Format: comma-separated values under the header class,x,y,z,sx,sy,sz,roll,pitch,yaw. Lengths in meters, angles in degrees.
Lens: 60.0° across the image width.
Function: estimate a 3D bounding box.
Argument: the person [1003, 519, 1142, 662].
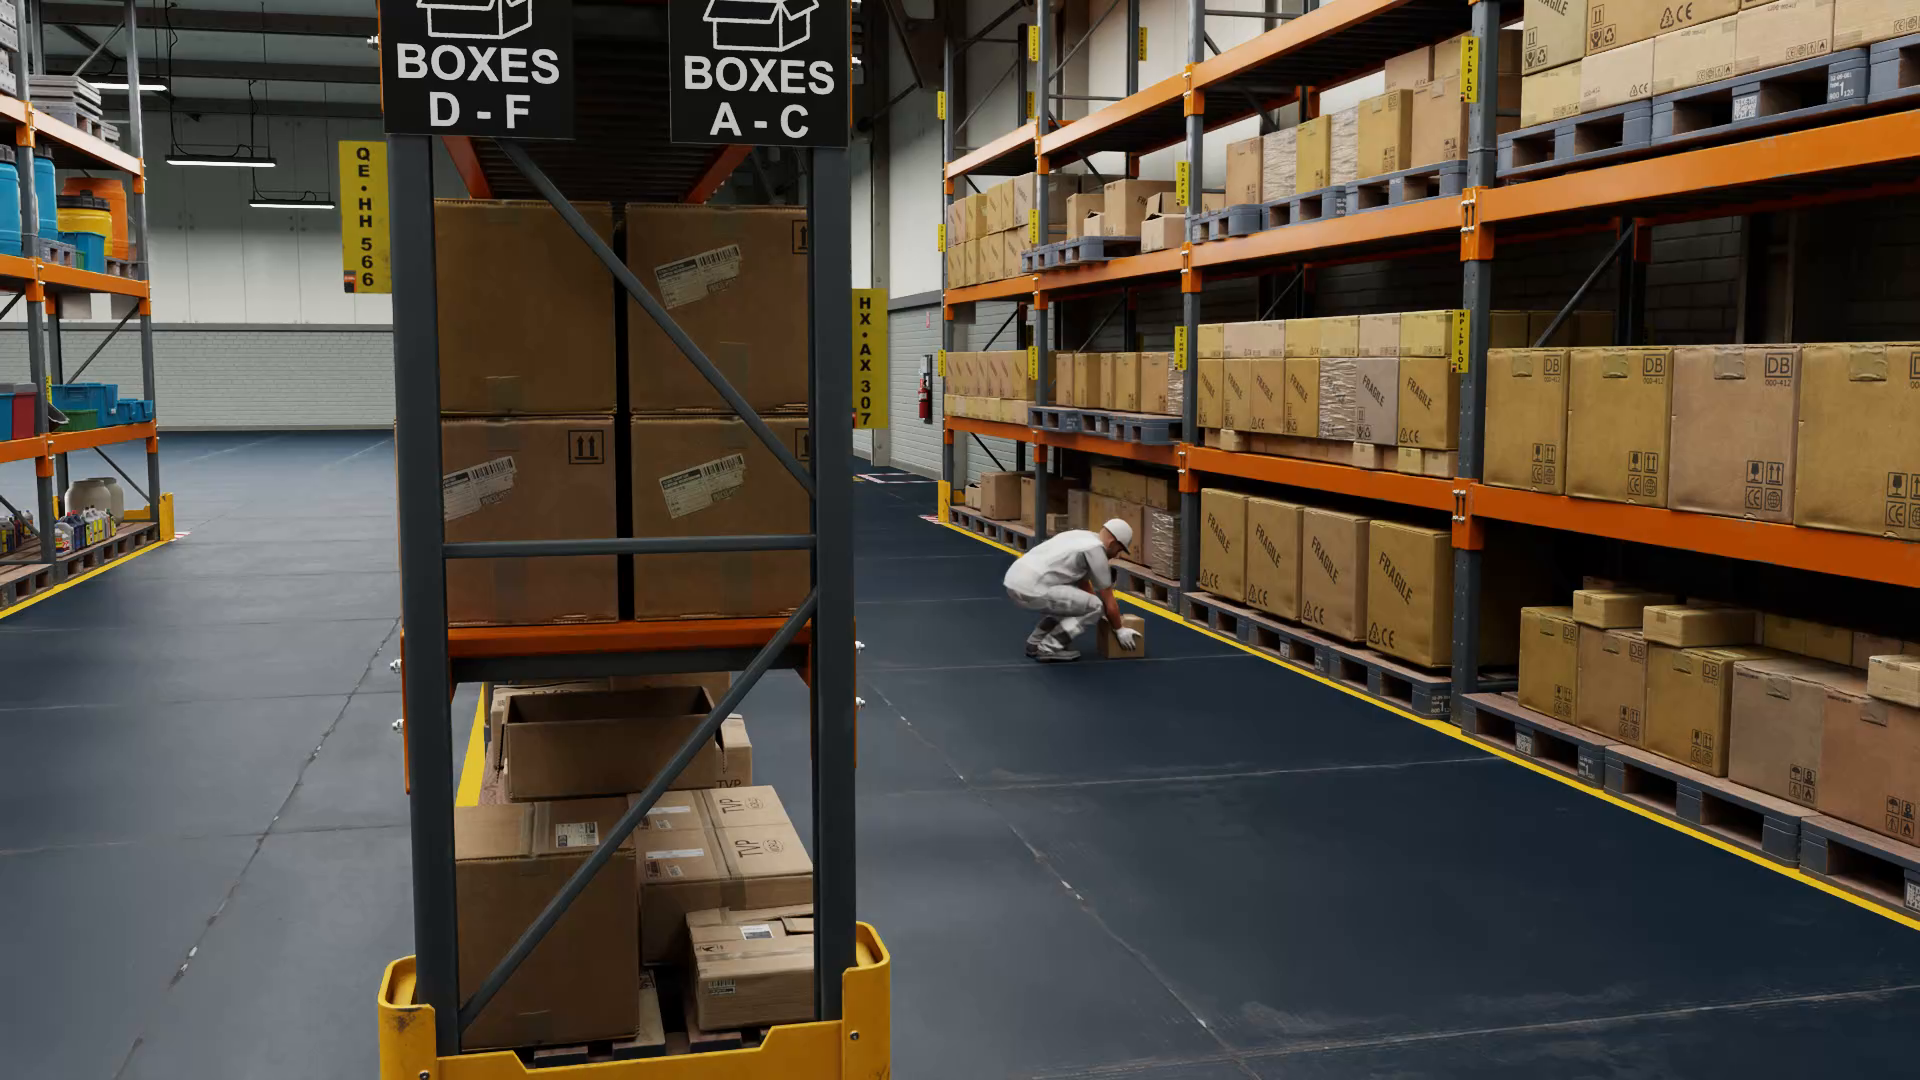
class,x,y,z,sx,sy,sz,roll,pitch,yaw
person,0.725,0.322,10.958,0.887,0.907,0.570,-1,6,-14
